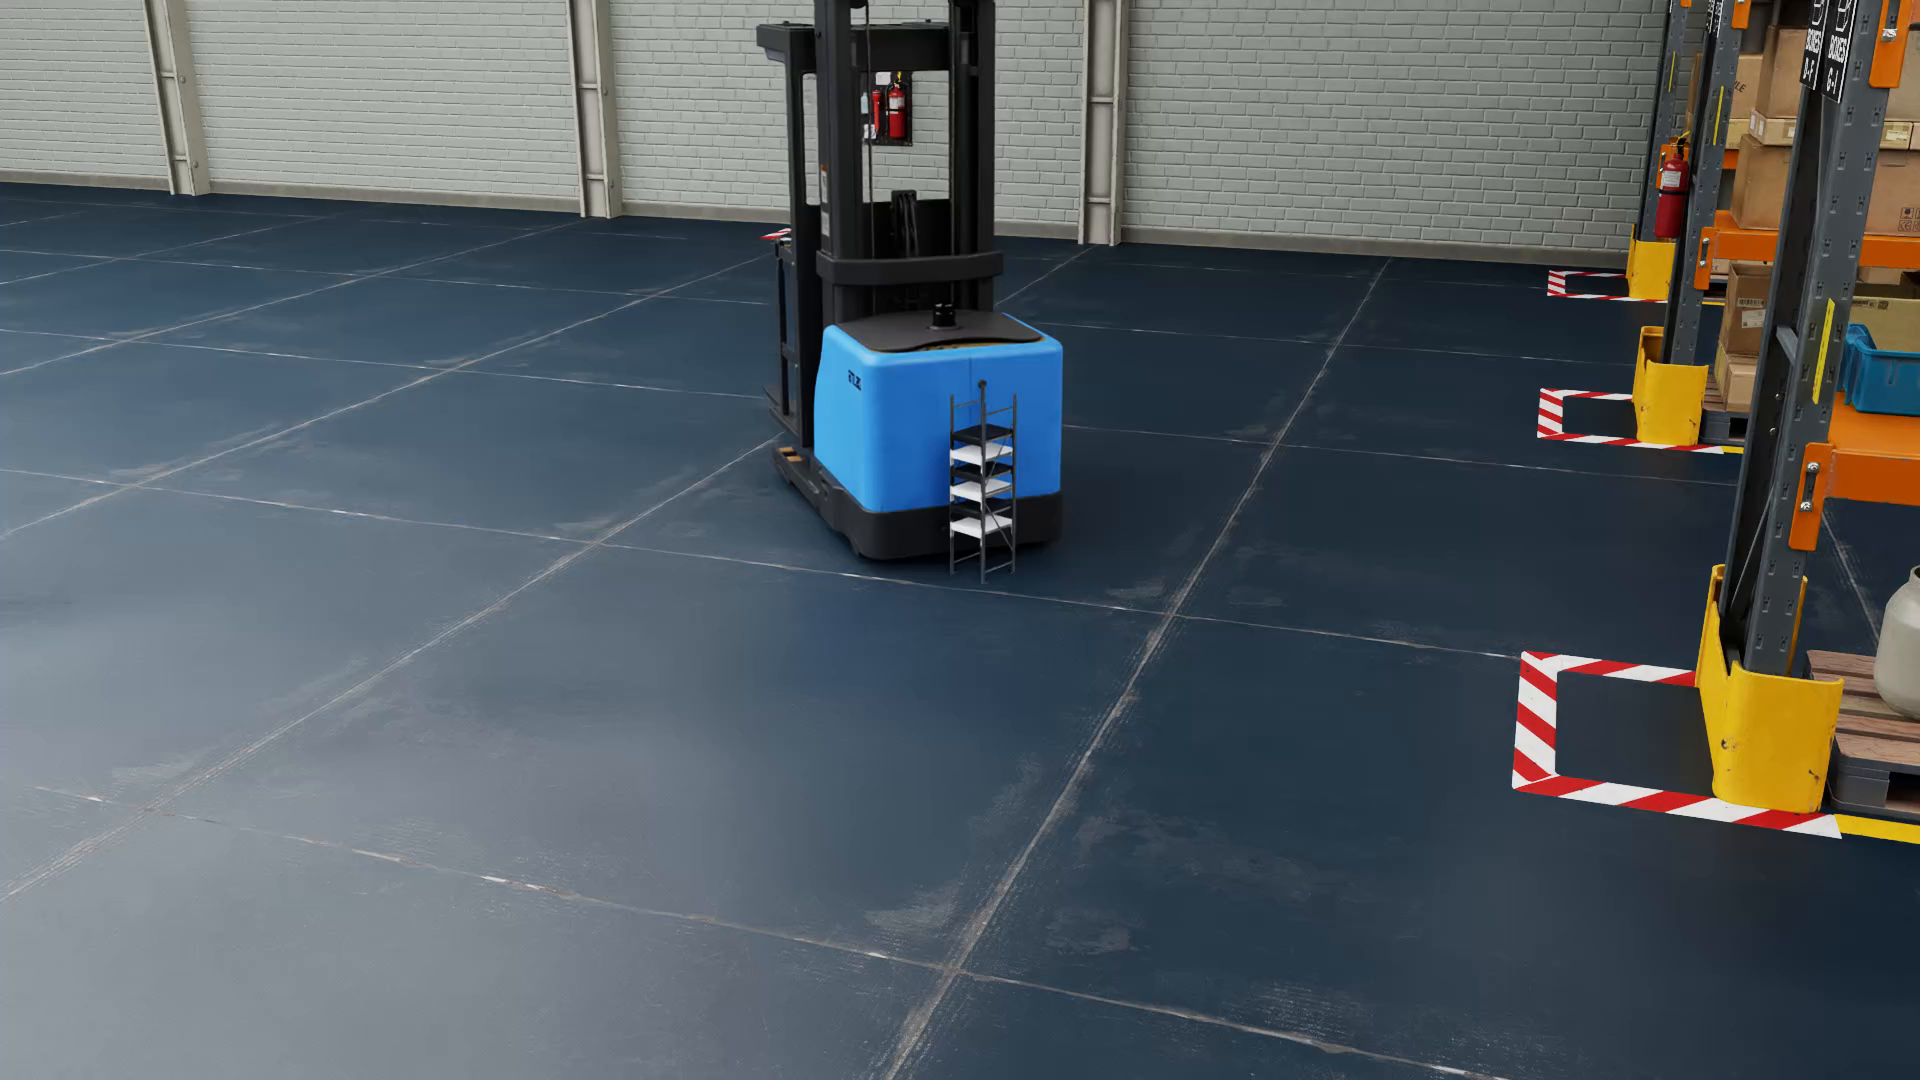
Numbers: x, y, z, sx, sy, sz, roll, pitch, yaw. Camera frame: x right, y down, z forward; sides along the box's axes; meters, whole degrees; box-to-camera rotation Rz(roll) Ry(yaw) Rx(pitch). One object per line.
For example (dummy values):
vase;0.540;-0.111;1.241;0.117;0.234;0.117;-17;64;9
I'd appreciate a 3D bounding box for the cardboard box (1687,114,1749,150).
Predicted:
cardboard box;6.559;-3.511;14.289;0.500;0.250;0.500;6;20;16

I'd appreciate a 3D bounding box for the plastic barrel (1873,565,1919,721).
plastic barrel;3.598;0.380;6.070;0.421;0.512;0.421;0;19;0

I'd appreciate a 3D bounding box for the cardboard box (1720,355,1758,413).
cardboard box;5.014;-0.956;10.302;0.500;0.250;0.500;7;20;18

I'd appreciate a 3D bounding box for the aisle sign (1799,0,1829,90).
aisle sign;2.981;-1.971;5.725;0.004;0.787;0.394;7;20;18

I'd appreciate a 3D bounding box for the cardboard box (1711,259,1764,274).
cardboard box;6.827;-2.559;14.778;0.500;0.311;0.500;4;20;12

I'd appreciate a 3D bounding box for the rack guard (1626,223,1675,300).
rack guard;6.274;-2.535;15.090;0.348;0.500;1.175;7;20;18

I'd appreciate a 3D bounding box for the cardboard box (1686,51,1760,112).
cardboard box;6.718;-4.032;14.644;0.500;0.500;0.500;6;20;17

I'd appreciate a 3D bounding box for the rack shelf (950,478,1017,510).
rack shelf;0.111;-0.227;7.963;0.200;0.077;0.258;17;26;40

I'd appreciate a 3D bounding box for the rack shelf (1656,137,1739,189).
rack shelf;8.092;-3.168;14.201;4.000;0.370;1.077;7;20;18

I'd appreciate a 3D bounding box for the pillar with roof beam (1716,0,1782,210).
pillar with roof beam;5.735;-5.412;10.430;0.400;9.000;9.100;7;20;18

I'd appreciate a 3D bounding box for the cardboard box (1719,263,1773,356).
cardboard box;5.185;-1.472;10.642;0.500;0.500;0.500;7;20;18

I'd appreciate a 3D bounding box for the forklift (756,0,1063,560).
forklift;-0.449;-1.738;9.109;1.130;2.935;3.031;-7;20;-18

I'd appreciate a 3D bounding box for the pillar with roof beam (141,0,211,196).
pillar with roof beam;-11.268;-7.356;16.008;0.400;9.000;9.100;7;20;18

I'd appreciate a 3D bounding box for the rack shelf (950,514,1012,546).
rack shelf;0.111;-0.057;8.022;0.200;0.077;0.258;17;26;40

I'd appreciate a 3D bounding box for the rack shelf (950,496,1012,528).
rack shelf;0.111;-0.142;7.992;0.200;0.077;0.258;17;26;40

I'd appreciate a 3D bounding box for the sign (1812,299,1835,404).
sign;2.767;-0.604;5.331;0.005;0.325;0.100;7;20;18

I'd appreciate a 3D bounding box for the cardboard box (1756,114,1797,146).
cardboard box;4.881;-2.428;9.846;0.250;0.149;0.380;6;20;18

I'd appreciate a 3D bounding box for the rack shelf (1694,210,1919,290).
rack shelf;6.470;-1.628;9.781;4.000;0.370;1.077;7;20;18

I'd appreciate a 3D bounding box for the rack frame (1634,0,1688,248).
rack frame;6.203;-3.724;14.703;0.127;3.000;1.000;7;20;18

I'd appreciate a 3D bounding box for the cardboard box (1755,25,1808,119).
cardboard box;5.067;-2.783;9.880;0.500;0.500;0.700;7;20;18

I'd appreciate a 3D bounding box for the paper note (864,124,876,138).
paper note;-0.986;-4.469;18.178;0.142;0.148;0.016;7;20;18

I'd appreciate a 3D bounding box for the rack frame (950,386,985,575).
rack frame;0.037;-0.282;8.017;0.006;0.900;0.240;17;26;40

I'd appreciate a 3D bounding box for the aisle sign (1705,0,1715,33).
aisle sign;4.615;-3.509;10.137;0.004;0.787;0.394;7;20;18

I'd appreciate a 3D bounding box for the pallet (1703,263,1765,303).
pallet;7.030;-2.300;14.855;1.213;0.211;1.003;7;20;18

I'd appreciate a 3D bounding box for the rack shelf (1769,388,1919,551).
rack shelf;4.841;-0.088;5.364;4.000;0.370;1.077;7;20;18

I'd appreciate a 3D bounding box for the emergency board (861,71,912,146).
emergency board;-0.842;-4.844;17.916;0.643;1.169;0.194;7;20;18

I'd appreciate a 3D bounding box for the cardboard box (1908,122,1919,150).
cardboard box;5.604;-2.345;9.608;0.250;0.149;0.380;6;20;17

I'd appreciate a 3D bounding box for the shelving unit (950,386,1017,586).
shelving unit;0.111;-0.259;7.952;0.210;0.900;0.258;17;26;40

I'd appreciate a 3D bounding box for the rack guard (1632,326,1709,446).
rack guard;4.558;-1.006;10.702;0.348;0.500;1.175;7;20;18

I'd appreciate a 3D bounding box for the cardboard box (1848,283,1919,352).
cardboard box;5.487;-1.257;10.025;0.500;0.500;0.500;7;20;18

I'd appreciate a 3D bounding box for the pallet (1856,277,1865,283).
pallet;8.179;-2.168;14.475;1.213;0.211;1.003;7;20;18

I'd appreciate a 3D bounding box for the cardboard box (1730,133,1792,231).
cardboard box;5.017;-2.176;10.110;0.500;0.500;0.700;7;20;18

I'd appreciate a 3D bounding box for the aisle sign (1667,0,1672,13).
aisle sign;6.036;-4.866;14.029;0.004;0.787;0.394;7;20;18

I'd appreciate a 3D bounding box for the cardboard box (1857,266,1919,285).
cardboard box;8.042;-2.492;14.298;0.500;0.500;0.700;5;20;15
